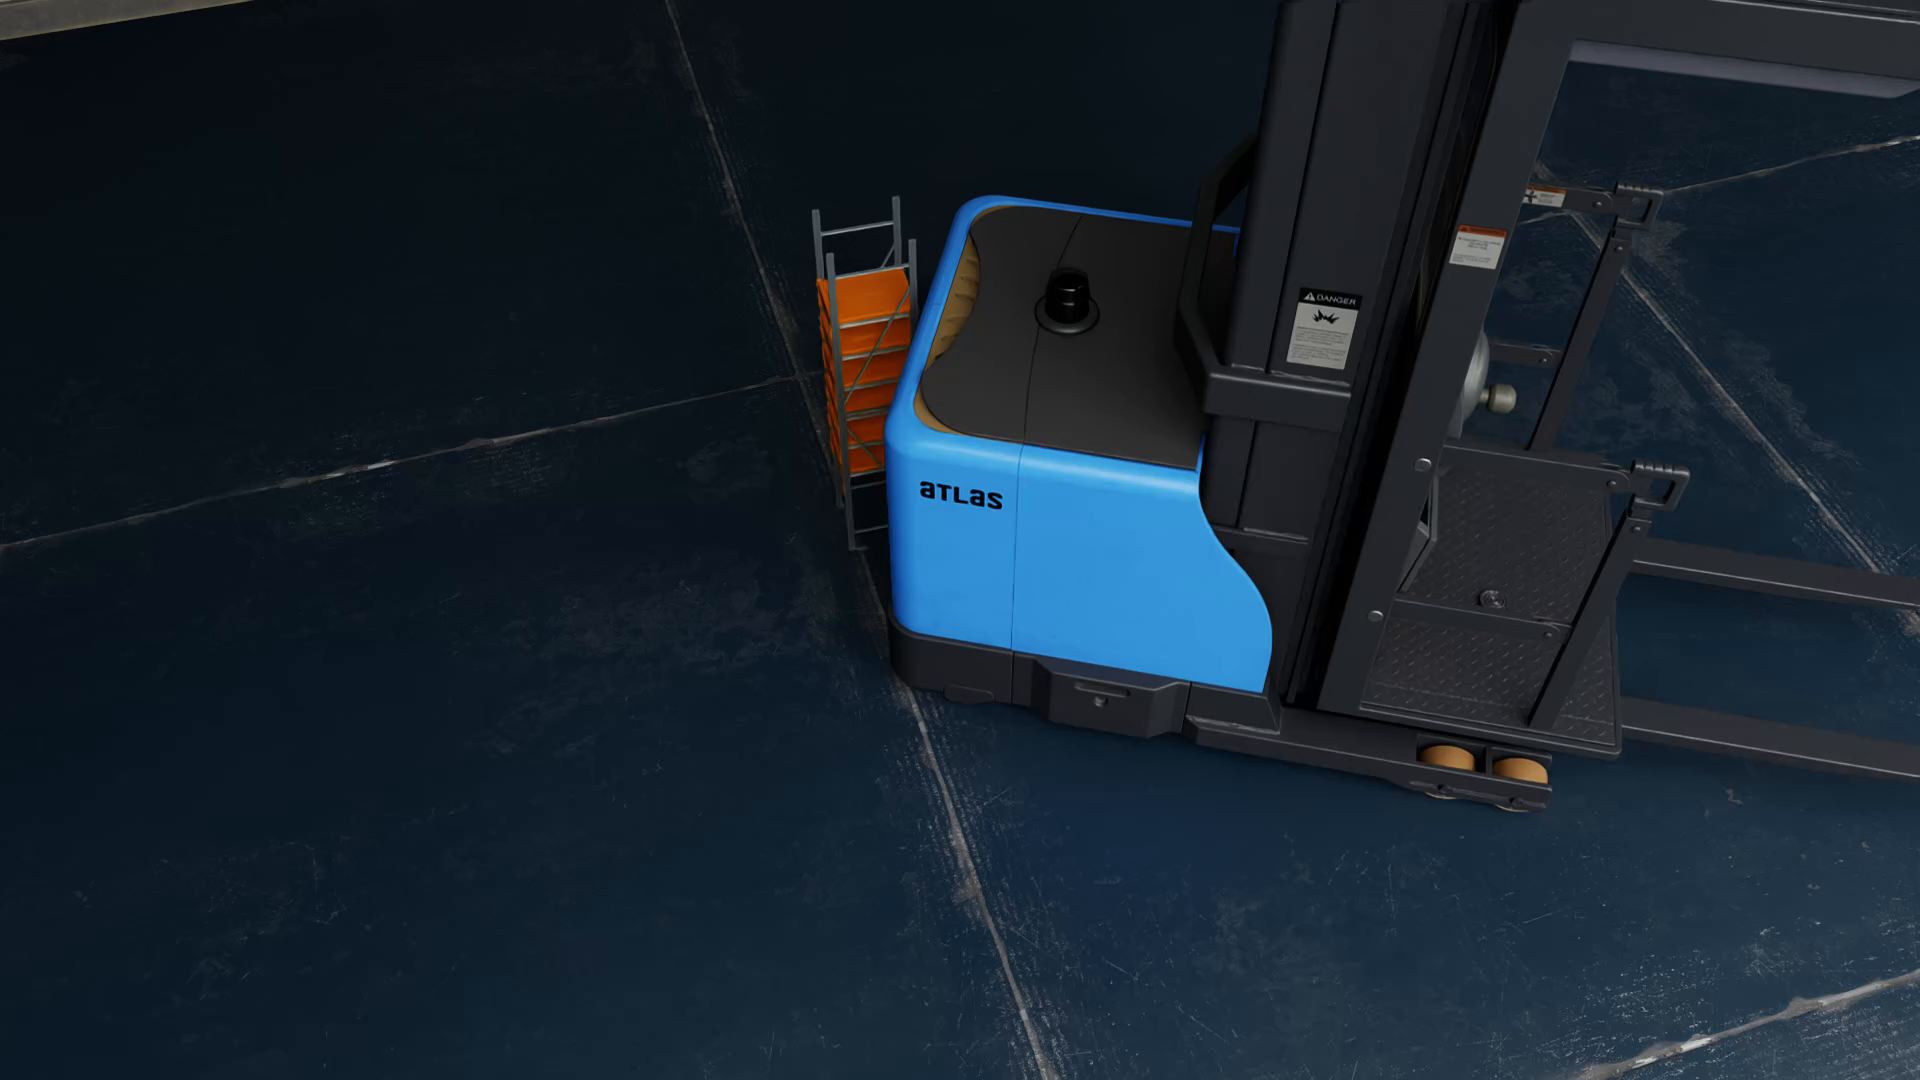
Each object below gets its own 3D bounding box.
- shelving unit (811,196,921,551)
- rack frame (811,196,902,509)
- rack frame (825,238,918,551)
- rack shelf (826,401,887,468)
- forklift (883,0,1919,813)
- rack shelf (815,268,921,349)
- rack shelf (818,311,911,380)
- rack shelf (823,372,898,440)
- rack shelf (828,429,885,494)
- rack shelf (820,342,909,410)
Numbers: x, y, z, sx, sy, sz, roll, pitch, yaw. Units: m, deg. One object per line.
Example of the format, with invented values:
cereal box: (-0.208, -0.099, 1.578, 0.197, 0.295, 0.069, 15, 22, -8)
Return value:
shelving unit: (-0.255, -0.444, 4.839, 0.258, 1.200, 0.189, -11, 51, -9)
rack frame: (-0.278, -0.512, 4.896, 0.240, 1.200, 0.006, -11, 51, -9)
rack frame: (-0.232, -0.376, 4.782, 0.240, 1.200, 0.006, -11, 51, -9)
rack shelf: (-0.255, -0.338, 4.965, 0.258, 0.103, 0.180, -11, 51, -9)
forklift: (1.367, -0.639, 3.872, 3.031, 2.935, 1.130, 9, 51, 8)
rack shelf: (-0.255, -0.647, 4.598, 0.258, 0.103, 0.180, -11, 51, -9)
rack shelf: (-0.255, -0.570, 4.690, 0.258, 0.103, 0.180, -11, 51, -9)
rack shelf: (-0.255, -0.415, 4.873, 0.258, 0.103, 0.180, -11, 51, -9)
rack shelf: (-0.255, -0.261, 5.057, 0.258, 0.103, 0.180, -11, 51, -9)
rack shelf: (-0.255, -0.493, 4.782, 0.258, 0.103, 0.180, -11, 51, -9)
